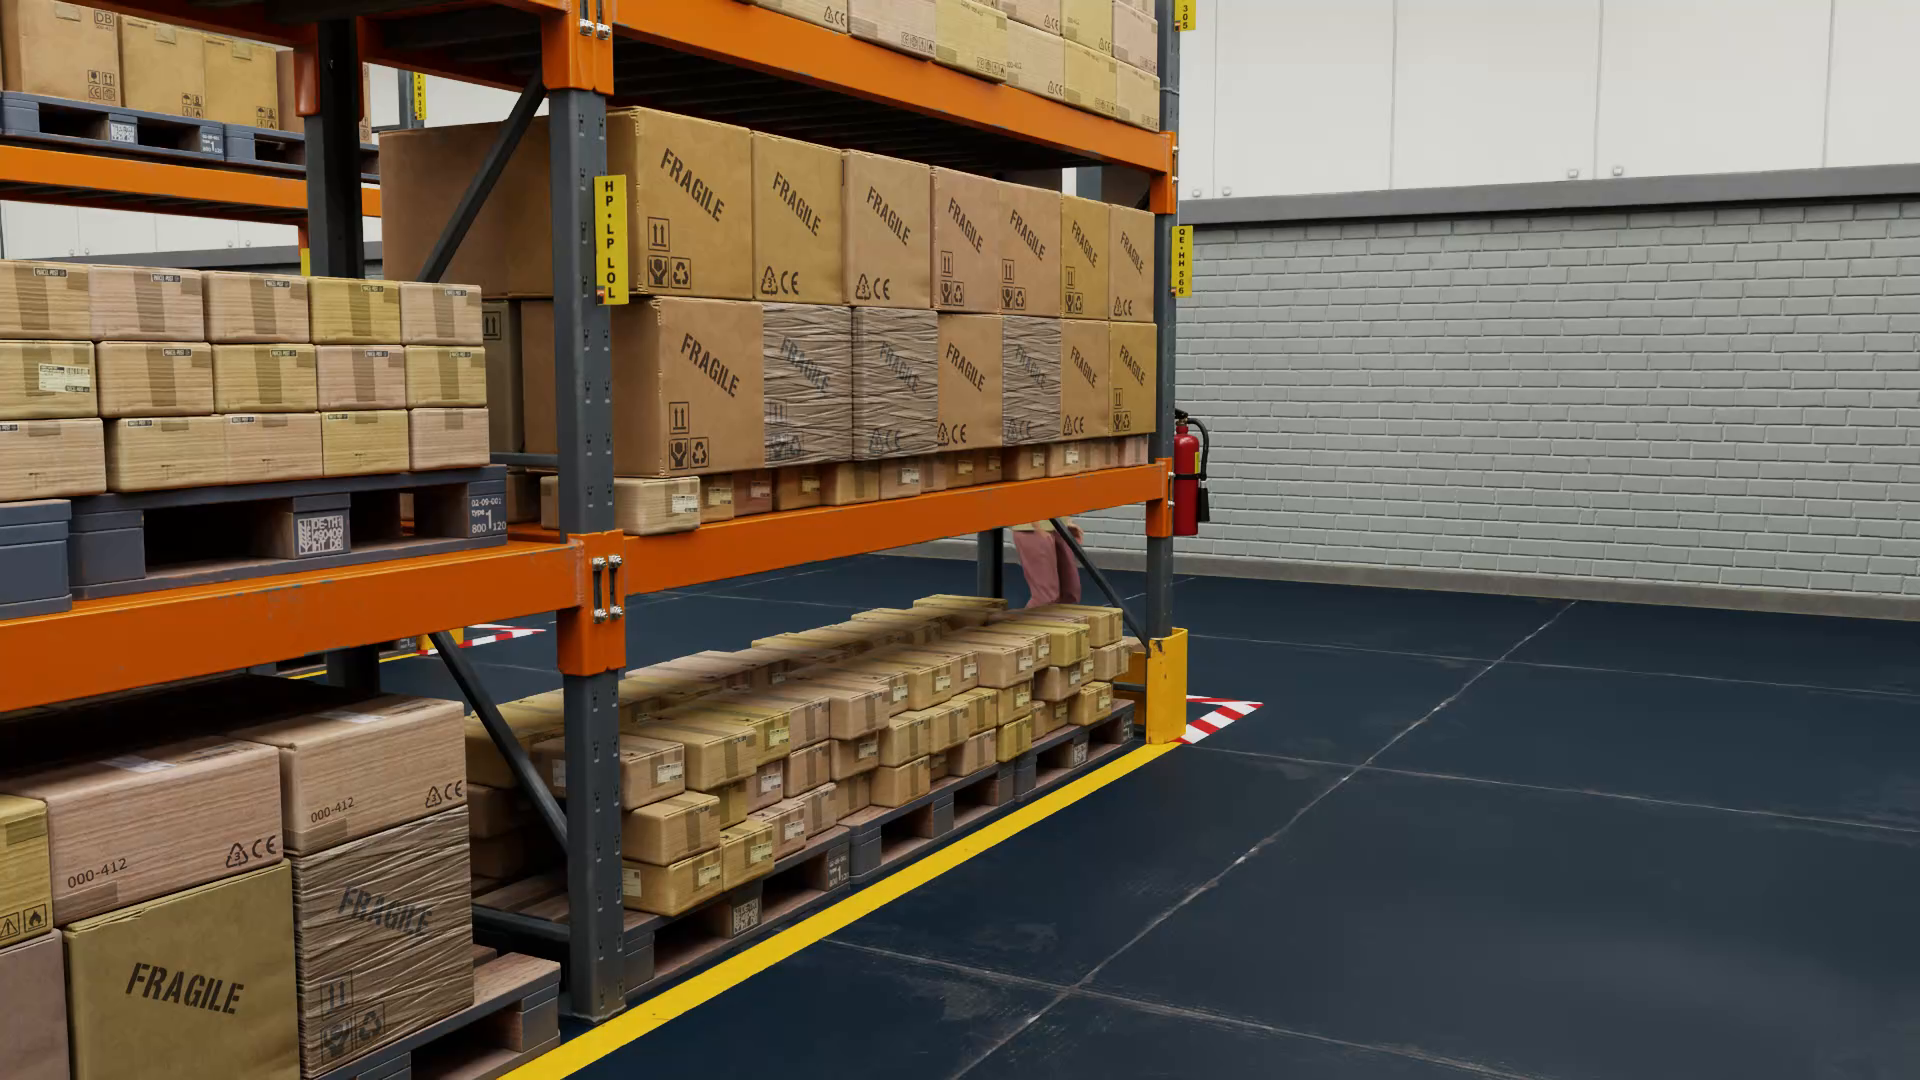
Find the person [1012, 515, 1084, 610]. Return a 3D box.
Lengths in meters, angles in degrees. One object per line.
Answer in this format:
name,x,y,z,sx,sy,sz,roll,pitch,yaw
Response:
person,0.496,-0.038,9.378,0.354,1.645,0.463,4,7,31
